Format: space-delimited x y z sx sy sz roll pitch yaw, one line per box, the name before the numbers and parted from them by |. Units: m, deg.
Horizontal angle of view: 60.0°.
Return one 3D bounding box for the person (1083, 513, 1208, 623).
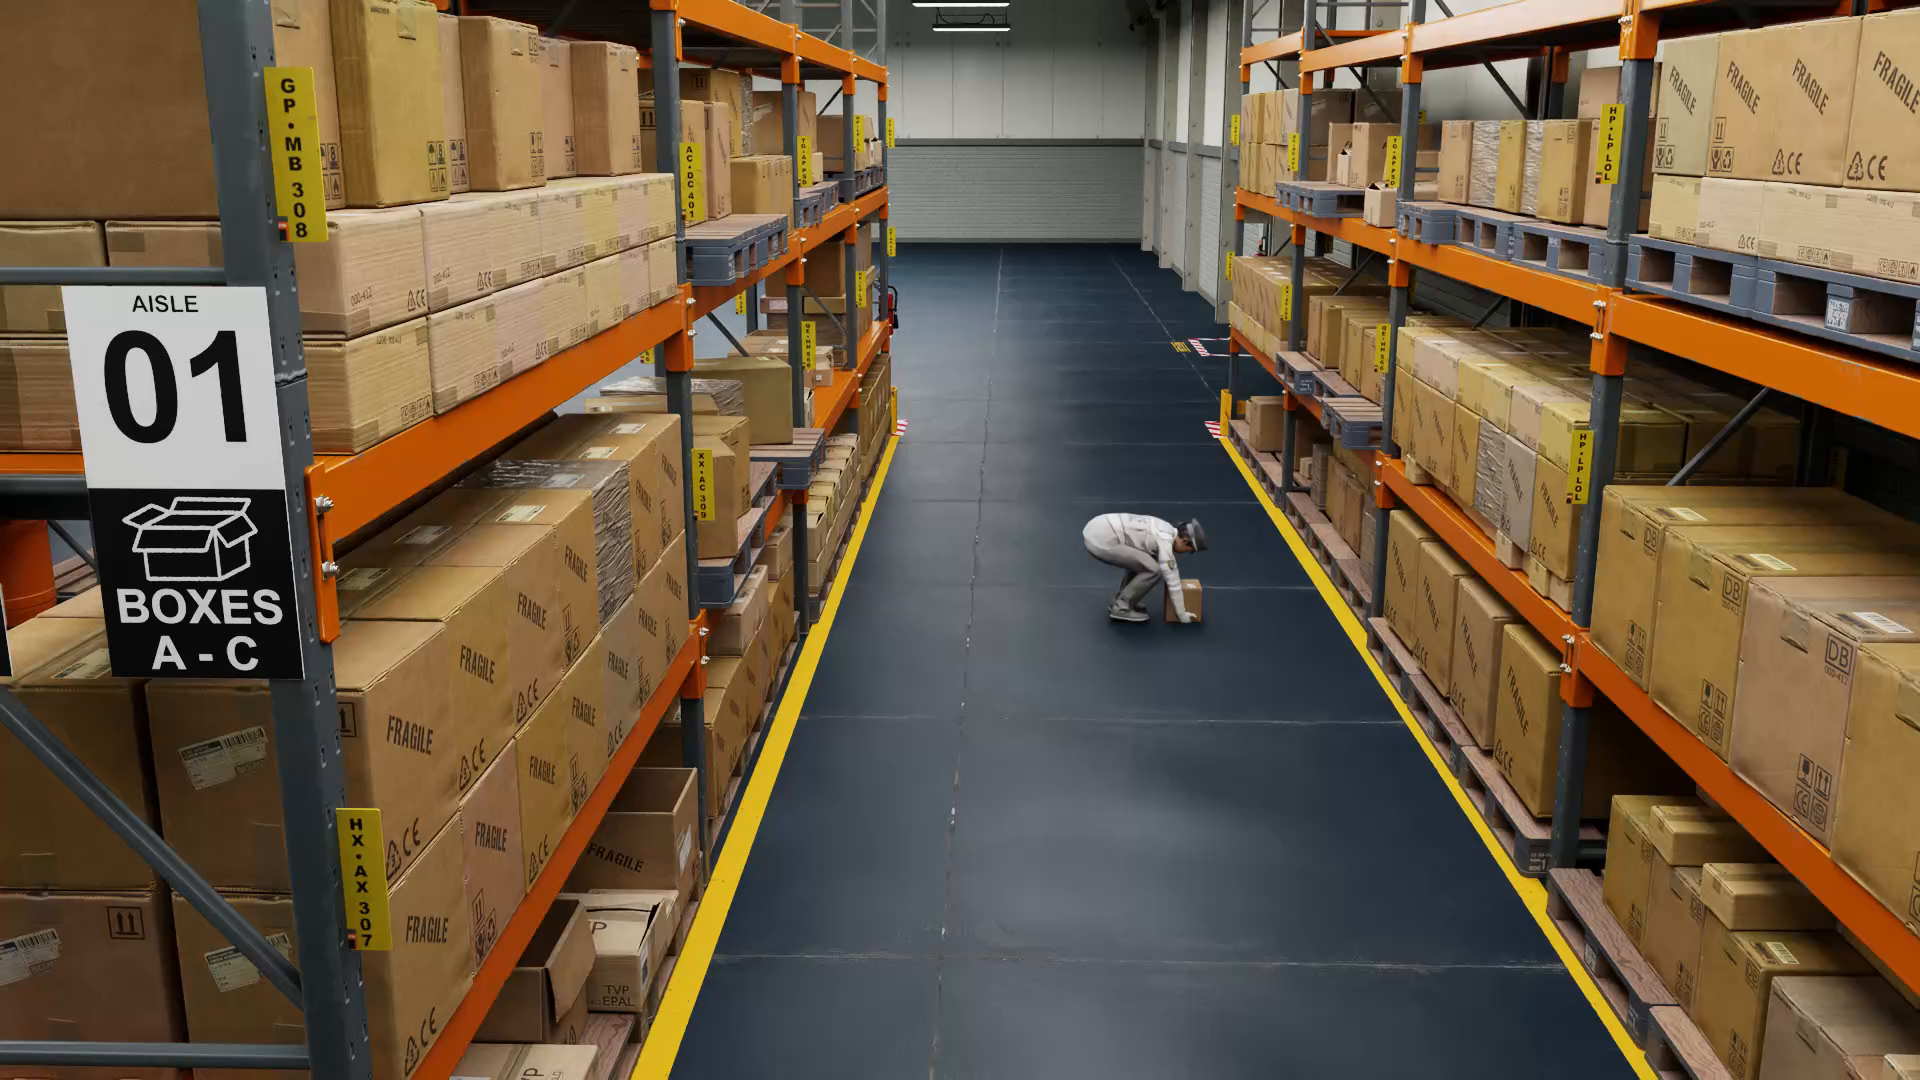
person | 1.346 0.196 12.097 0.910 0.783 0.443 0 14 0
